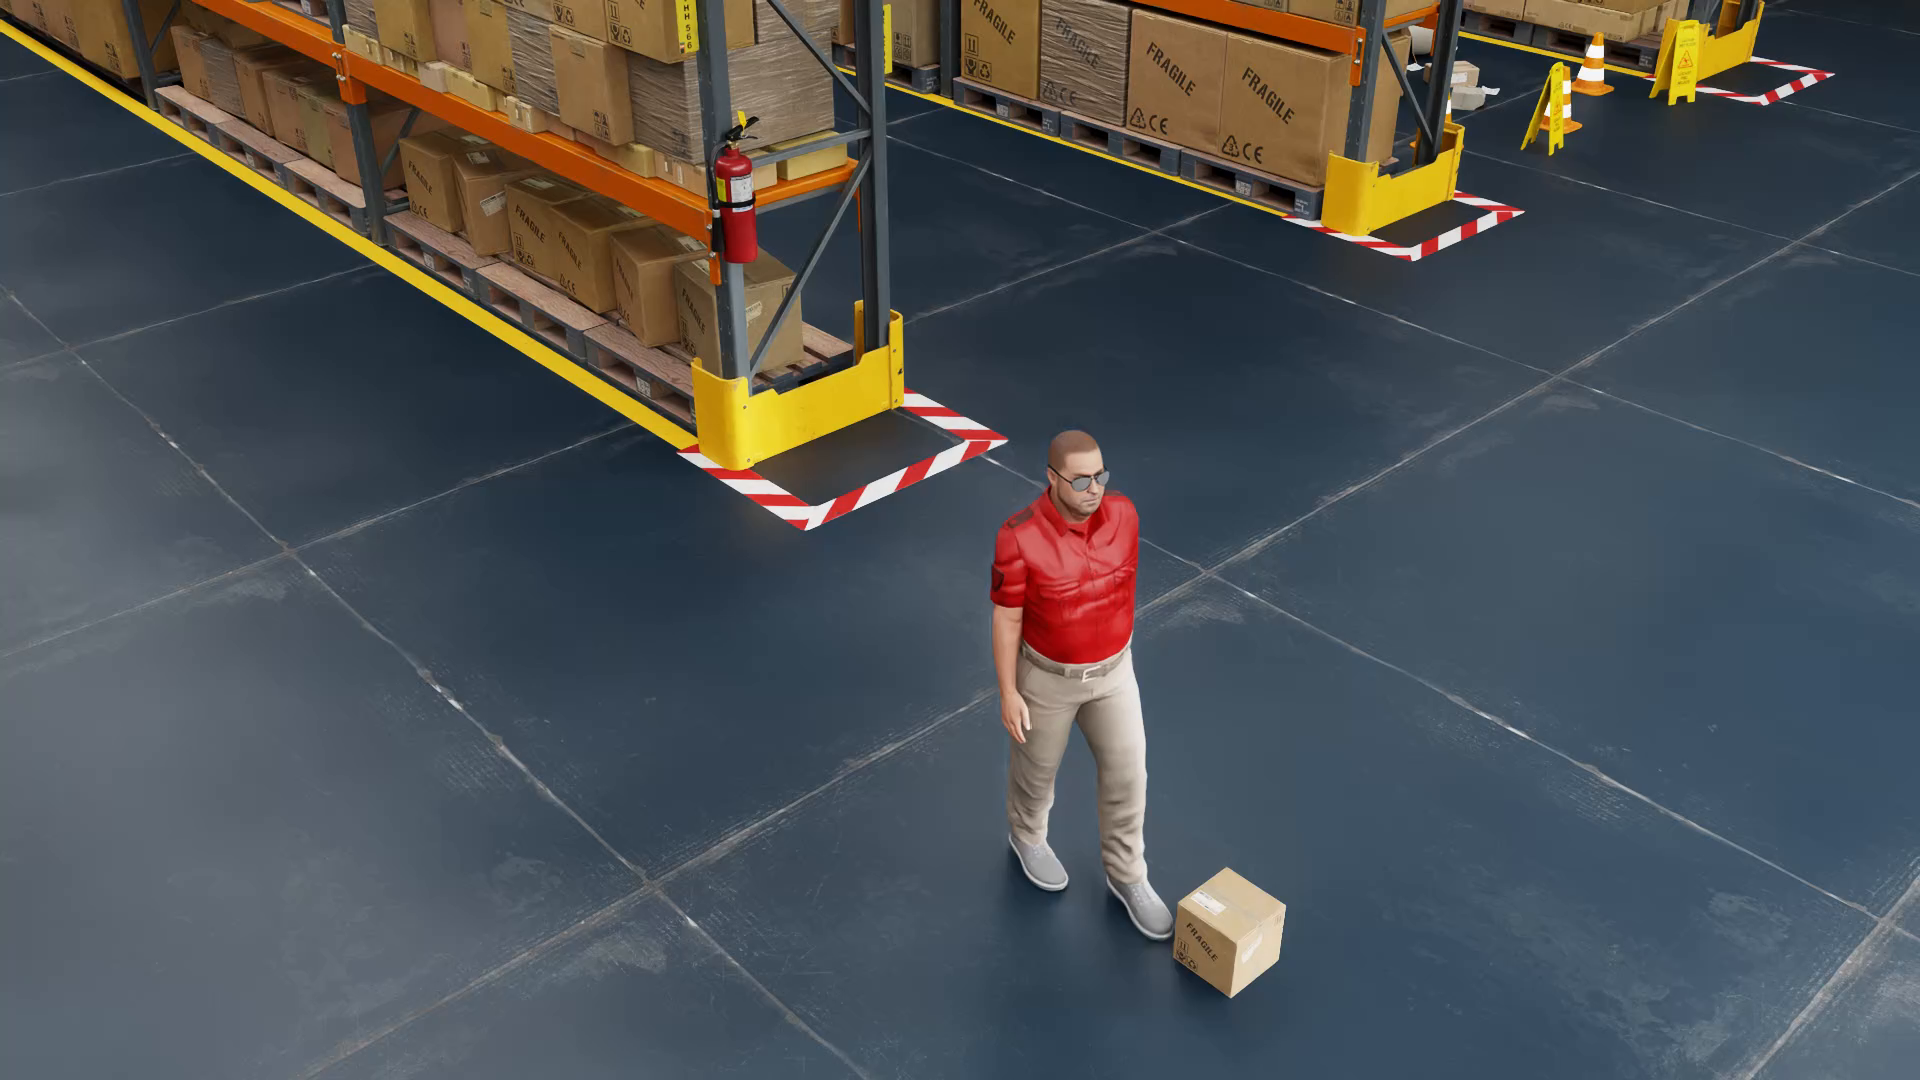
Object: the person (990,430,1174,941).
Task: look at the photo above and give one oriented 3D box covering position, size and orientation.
[{"bbox_3d":[0.407,0.488,5.341,0.548,1.720,0.679,-13,34,-21],"label":"person"}]
